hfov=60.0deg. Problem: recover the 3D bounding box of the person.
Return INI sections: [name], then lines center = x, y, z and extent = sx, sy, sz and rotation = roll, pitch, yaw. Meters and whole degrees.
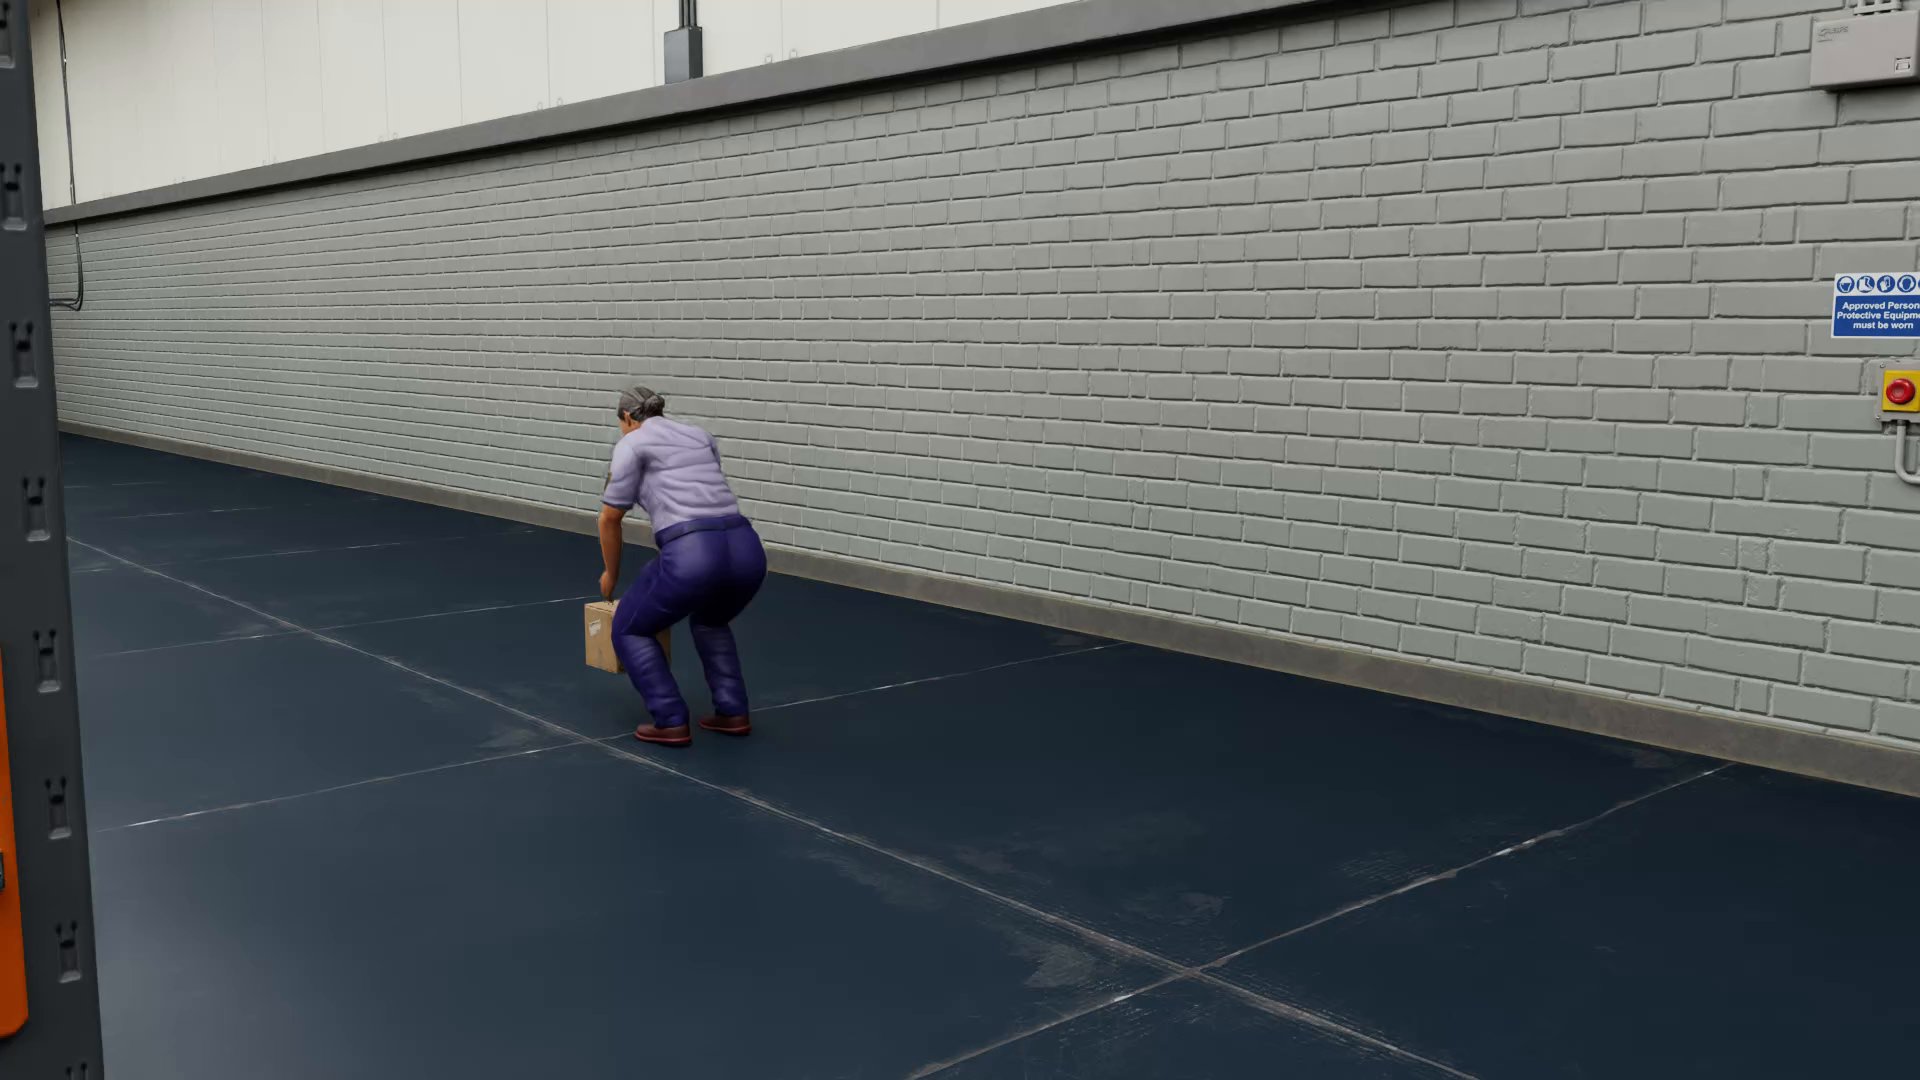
[person]
center = -1.078, 0.095, 6.336
extent = 0.535, 1.341, 0.672
rotation = -6, 10, -40
